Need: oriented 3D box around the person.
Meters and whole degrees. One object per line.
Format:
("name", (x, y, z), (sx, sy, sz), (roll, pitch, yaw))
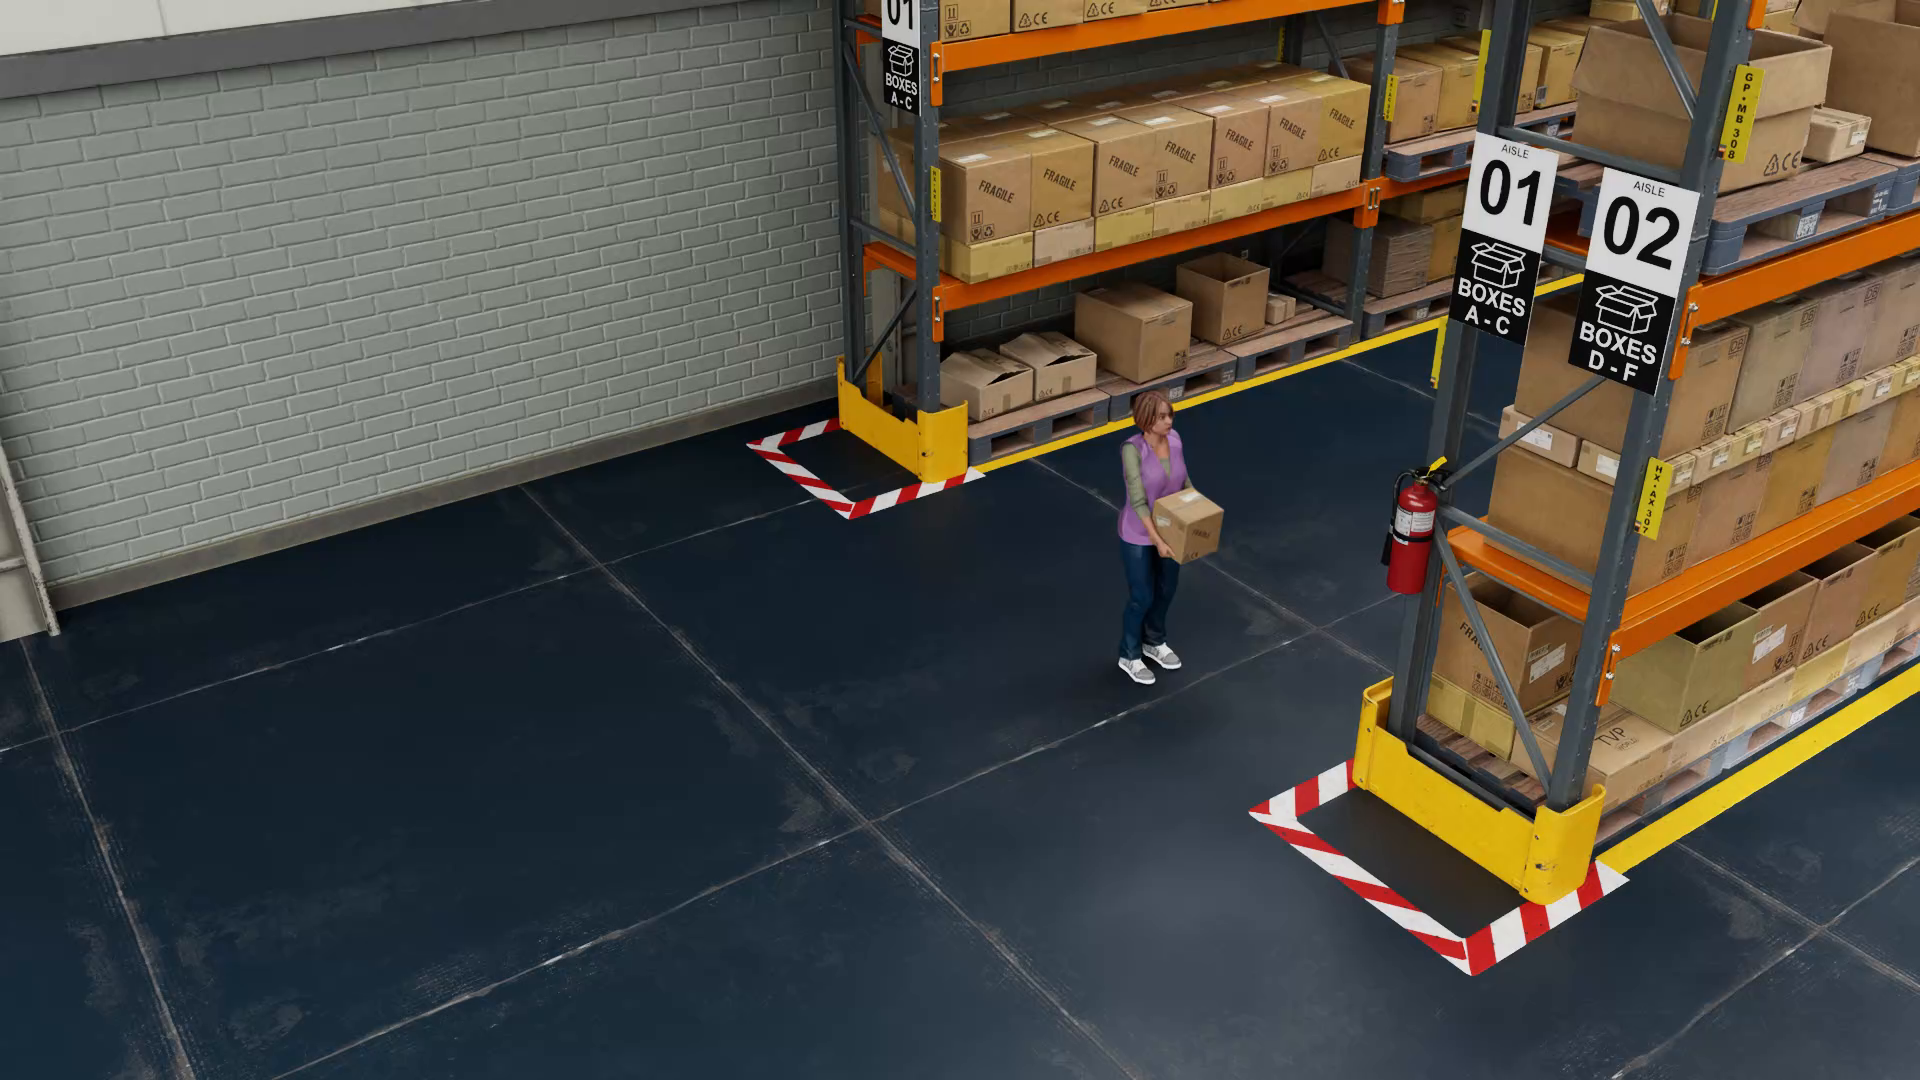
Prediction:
("person", (1.046, 0.008, 8.627), (0.407, 1.588, 0.500), (-19, 34, -30))
